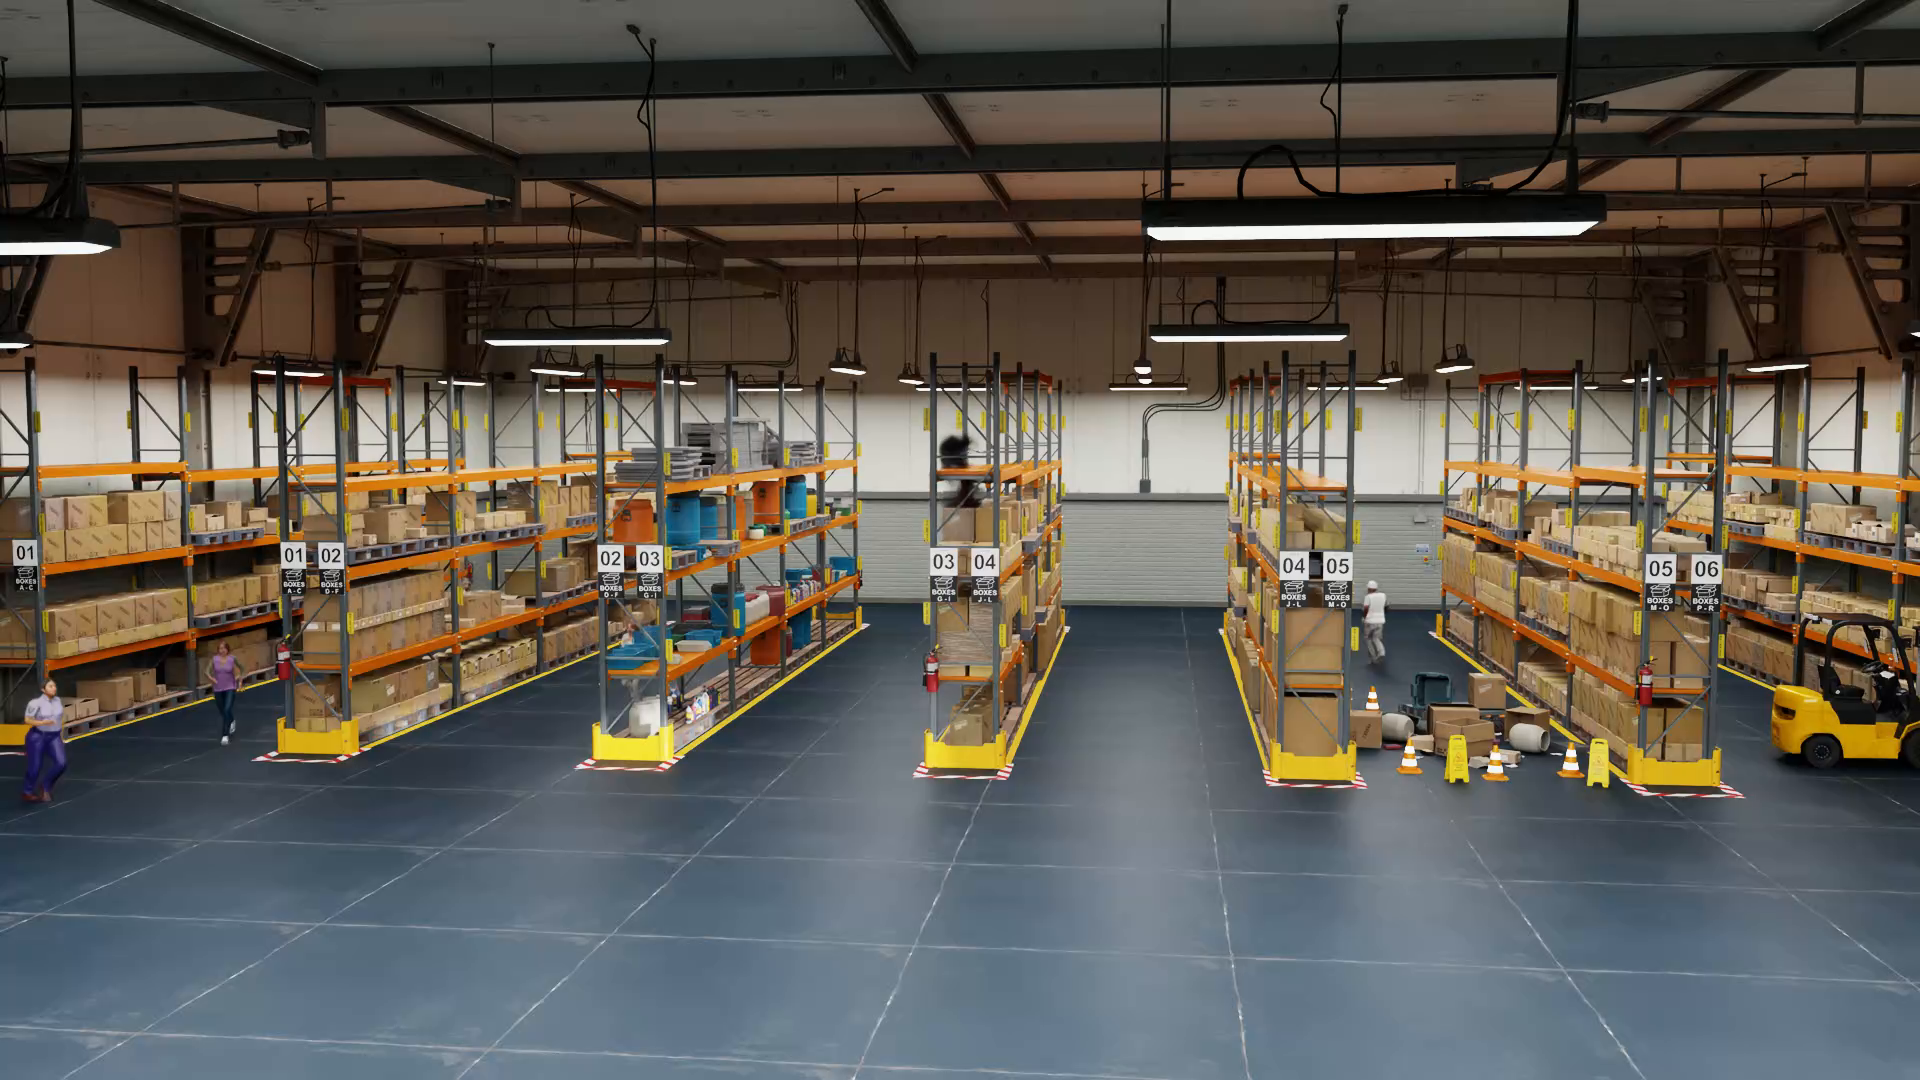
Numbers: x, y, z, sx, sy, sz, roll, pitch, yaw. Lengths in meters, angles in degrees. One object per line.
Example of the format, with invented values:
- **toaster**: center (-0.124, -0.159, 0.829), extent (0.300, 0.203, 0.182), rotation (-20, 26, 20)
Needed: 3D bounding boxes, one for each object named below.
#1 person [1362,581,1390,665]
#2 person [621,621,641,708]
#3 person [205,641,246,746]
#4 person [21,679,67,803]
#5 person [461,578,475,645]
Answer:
- **person**: center (8.565, 1.724, 34.099), extent (0.666, 1.757, 0.769), rotation (-1, 4, -12)
- **person**: center (-5.728, 2.179, 28.979), extent (0.533, 1.545, 0.569), rotation (1, 4, 16)
- **person**: center (-11.540, 2.372, 26.127), extent (0.567, 1.602, 0.809), rotation (-1, 4, -8)
- **person**: center (-12.020, 2.656, 21.923), extent (0.662, 1.653, 0.594), rotation (3, 5, 34)
- **person**: center (-10.624, 1.632, 35.681), extent (0.608, 1.657, 0.611), rotation (0, 4, 6)
